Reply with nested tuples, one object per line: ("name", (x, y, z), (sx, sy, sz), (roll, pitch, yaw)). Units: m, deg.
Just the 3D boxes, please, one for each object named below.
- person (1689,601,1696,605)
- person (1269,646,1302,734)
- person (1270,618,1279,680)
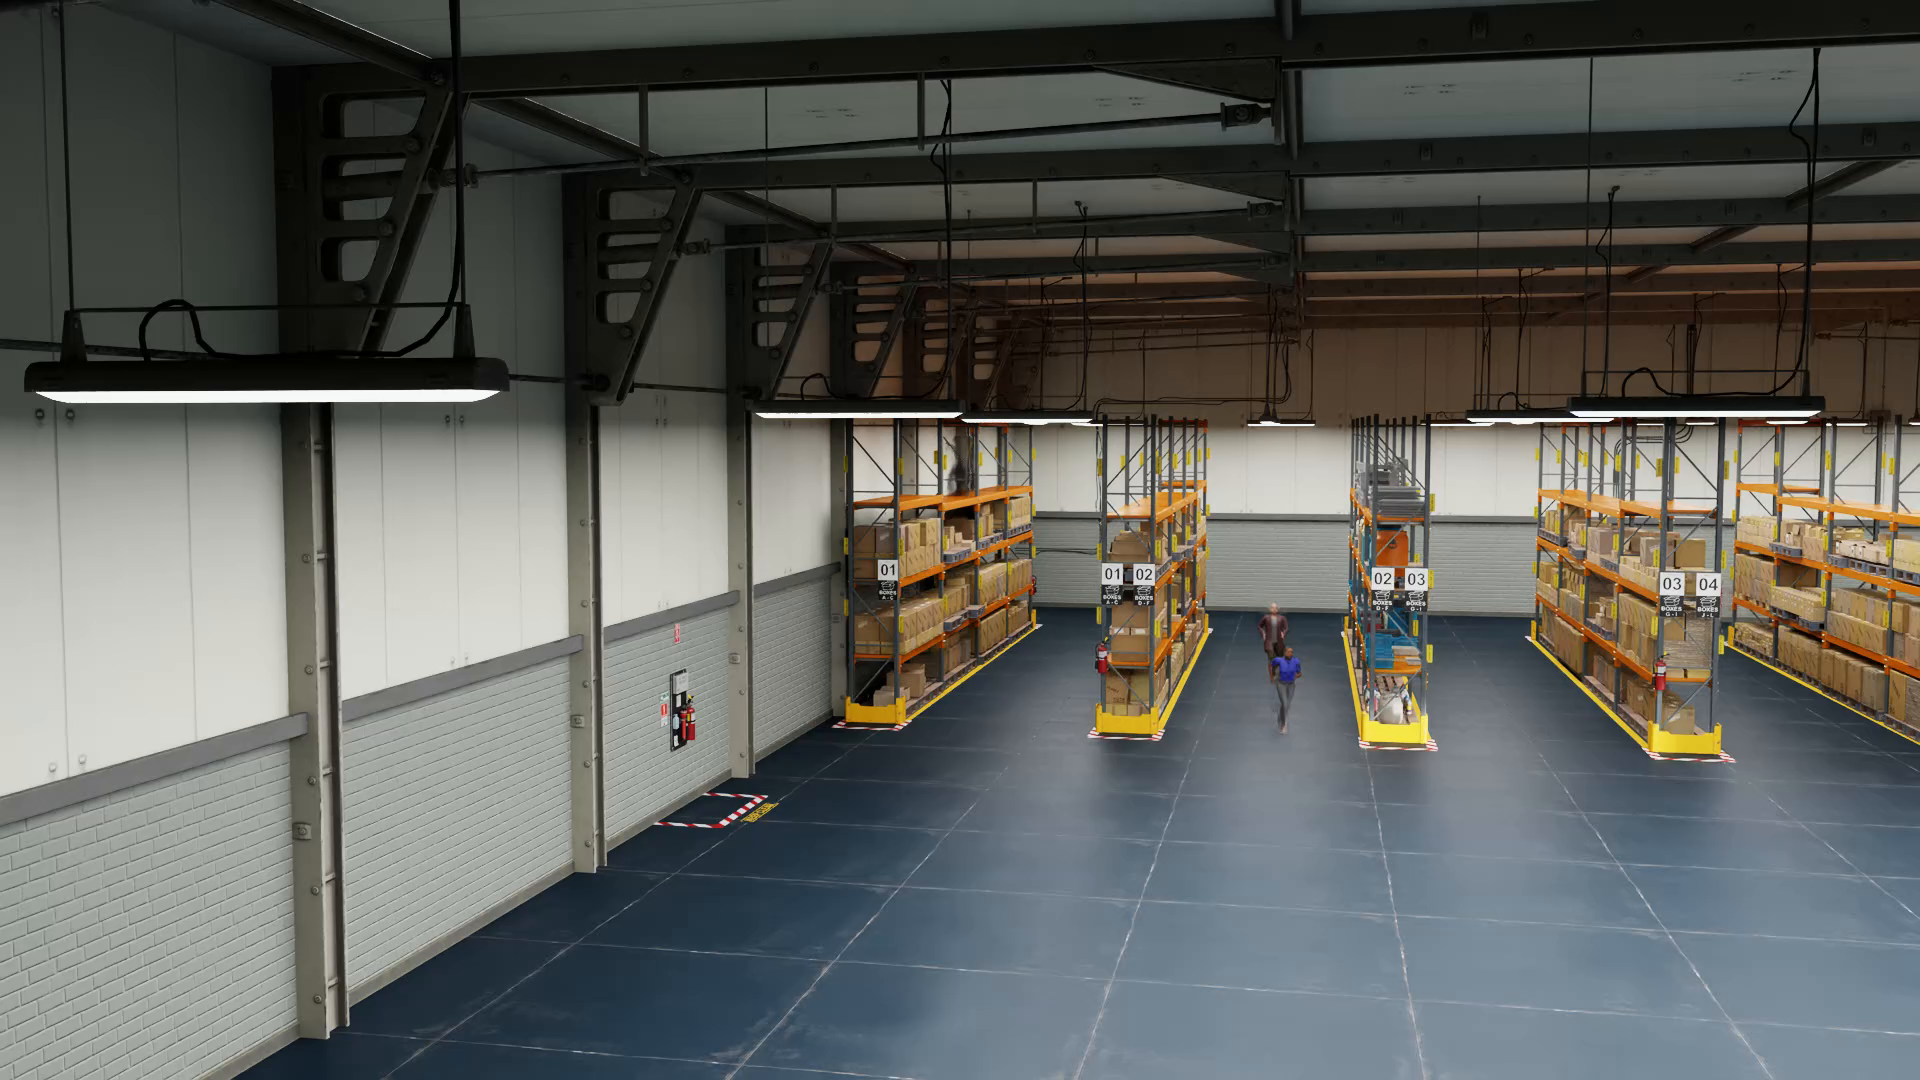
("person", (19.830, 1.928, 44.644), (0.583, 1.686, 0.698), (-3, 5, -43))
("person", (6.158, 2.840, 31.454), (0.562, 1.719, 0.822), (-1, 4, -9))
("person", (7.179, 2.449, 38.091), (0.626, 1.470, 0.723), (0, 4, 4))
